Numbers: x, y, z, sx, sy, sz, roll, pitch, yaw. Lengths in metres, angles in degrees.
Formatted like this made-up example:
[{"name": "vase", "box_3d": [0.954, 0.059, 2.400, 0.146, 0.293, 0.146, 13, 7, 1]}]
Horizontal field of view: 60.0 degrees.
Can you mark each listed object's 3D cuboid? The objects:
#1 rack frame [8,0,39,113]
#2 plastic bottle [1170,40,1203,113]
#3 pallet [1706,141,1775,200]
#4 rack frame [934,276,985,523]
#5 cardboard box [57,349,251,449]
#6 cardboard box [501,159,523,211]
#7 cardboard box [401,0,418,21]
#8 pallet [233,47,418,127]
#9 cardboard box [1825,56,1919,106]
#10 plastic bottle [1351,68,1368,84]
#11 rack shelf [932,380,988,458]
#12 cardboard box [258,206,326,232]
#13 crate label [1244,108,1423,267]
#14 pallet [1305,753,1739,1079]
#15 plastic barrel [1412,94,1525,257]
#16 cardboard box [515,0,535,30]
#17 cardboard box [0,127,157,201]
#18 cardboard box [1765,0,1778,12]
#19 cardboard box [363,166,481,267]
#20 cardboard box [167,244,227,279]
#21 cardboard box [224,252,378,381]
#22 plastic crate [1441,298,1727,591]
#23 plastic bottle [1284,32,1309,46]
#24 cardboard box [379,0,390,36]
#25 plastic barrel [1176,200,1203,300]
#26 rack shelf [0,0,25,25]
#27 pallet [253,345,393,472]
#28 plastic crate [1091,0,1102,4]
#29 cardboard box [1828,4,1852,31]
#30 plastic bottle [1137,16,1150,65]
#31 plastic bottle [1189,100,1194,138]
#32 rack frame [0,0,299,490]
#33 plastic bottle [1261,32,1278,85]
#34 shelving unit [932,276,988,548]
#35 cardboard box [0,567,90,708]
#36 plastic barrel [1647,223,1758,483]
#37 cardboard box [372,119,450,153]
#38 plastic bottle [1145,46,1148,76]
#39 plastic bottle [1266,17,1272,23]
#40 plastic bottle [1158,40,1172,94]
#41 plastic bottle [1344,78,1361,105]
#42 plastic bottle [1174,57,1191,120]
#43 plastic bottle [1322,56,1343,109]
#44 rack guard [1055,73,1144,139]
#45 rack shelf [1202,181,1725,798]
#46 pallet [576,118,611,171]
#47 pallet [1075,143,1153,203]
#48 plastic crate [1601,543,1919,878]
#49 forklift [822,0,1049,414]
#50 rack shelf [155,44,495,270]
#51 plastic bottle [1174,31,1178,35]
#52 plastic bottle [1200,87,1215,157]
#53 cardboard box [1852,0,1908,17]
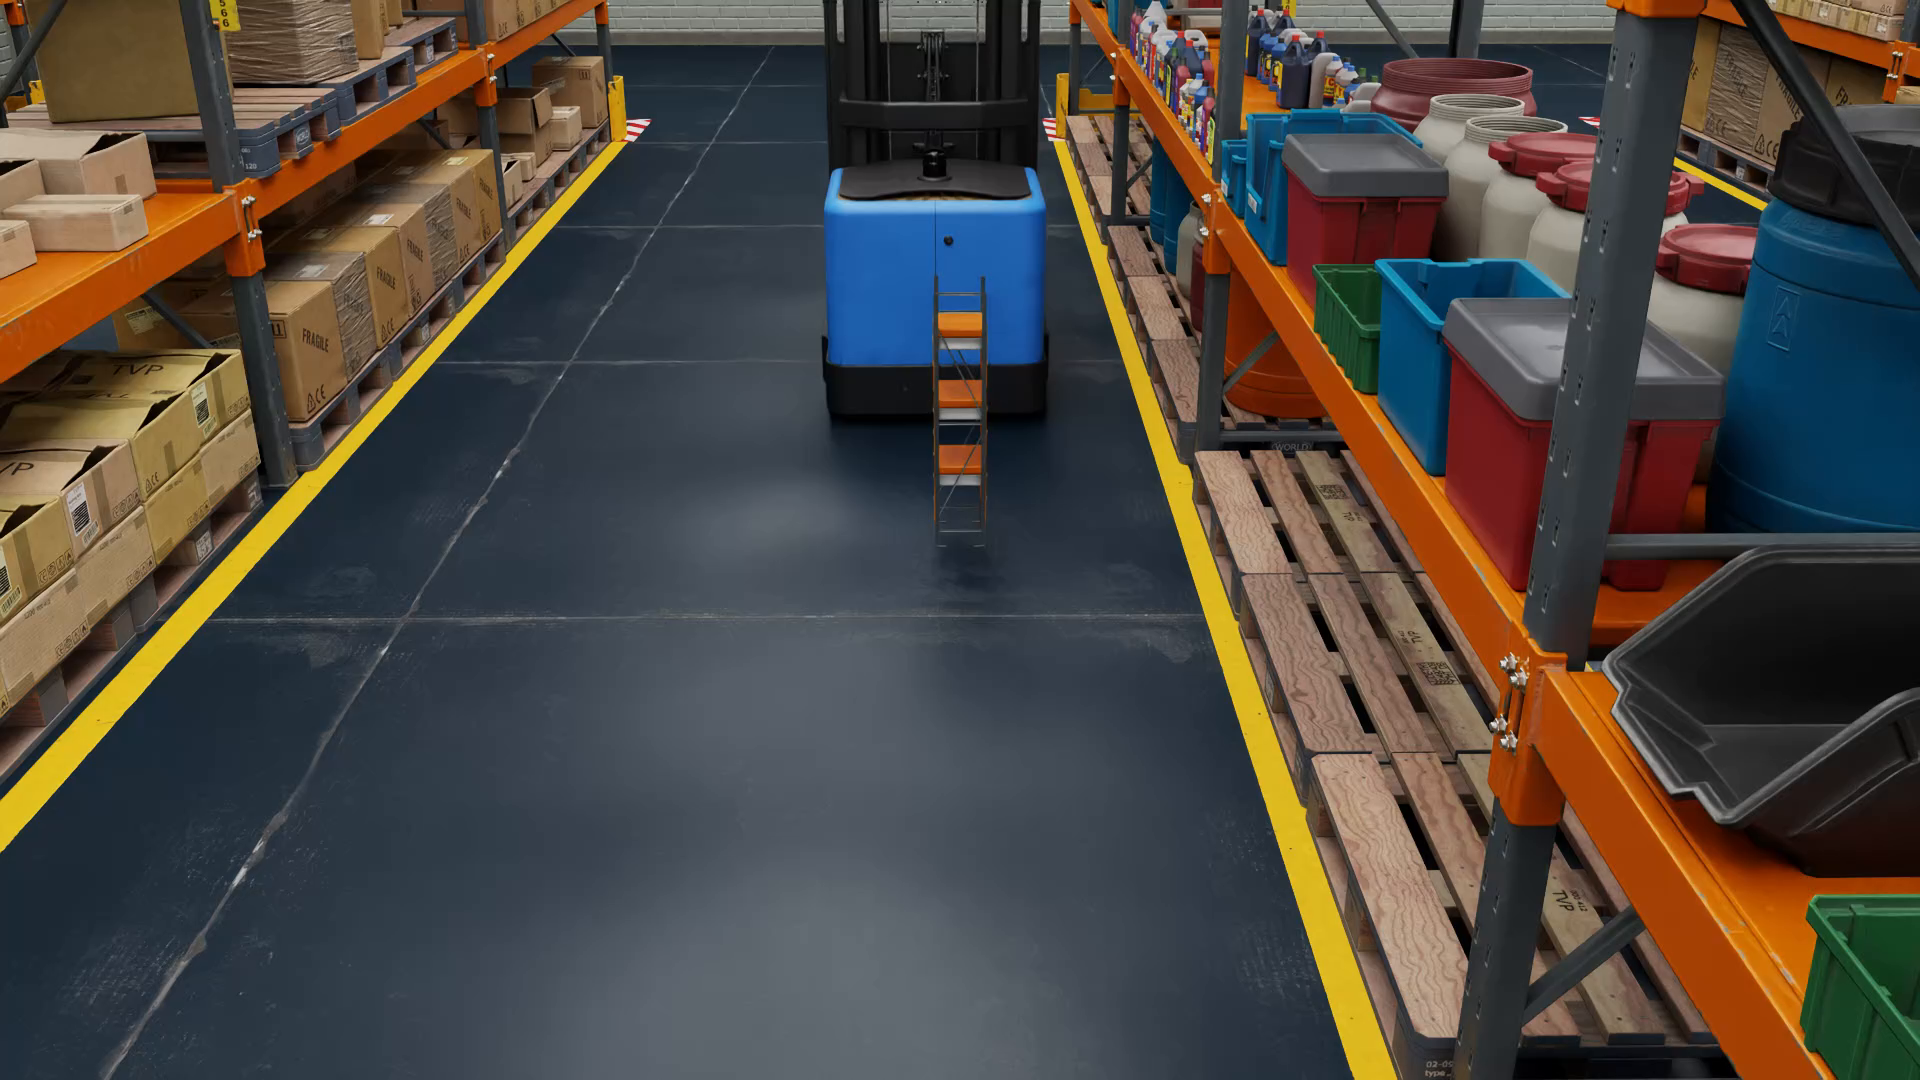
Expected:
[{"name": "rack frame", "box_3d": [-8.460, -4.881, 13.903, 1.000, 3.000, 0.127, 0, 24, -1]}, {"name": "plastic bottle", "box_3d": [1.130, -2.309, 8.274, 0.144, 0.351, 0.185, 0, 24, -1]}, {"name": "pallet", "box_3d": [6.496, -2.847, 12.789, 1.003, 0.211, 1.213, 0, 24, -1]}, {"name": "rack frame", "box_3d": [-0.002, -0.551, 6.694, 0.200, 1.050, 0.008, 0, 24, -1]}, {"name": "cardboard box", "box_3d": [-3.168, -0.588, 6.557, 0.500, 0.311, 0.500, 0, 24, 1]}, {"name": "cardboard box", "box_3d": [-3.252, -2.406, 11.159, 0.500, 0.311, 0.500, 0, 24, -1]}, {"name": "cardboard box", "box_3d": [-3.725, -3.507, 10.744, 0.500, 0.500, 0.500, 0, 24, 0]}, {"name": "pallet", "box_3d": [-3.446, -2.323, 8.478, 1.003, 0.211, 1.213, 0, 24, -1]}, {"name": "cardboard box", "box_3d": [6.515, -2.796, 11.360, 0.875, 0.875, 0.875, 0, 24, -1]}, {"name": "plastic bottle", "box_3d": [1.888, -2.097, 7.889, 0.061, 0.283, 0.133, 0, 24, -1]}, {"name": "rack shelf", "box_3d": [-0.001, -0.491, 6.587, 0.215, 0.259, 0.240, 0, 24, -1]}, {"name": "cardboard box", "box_3d": [-3.682, -1.484, 8.891, 0.500, 0.500, 0.500, -1, 24, -3]}, {"name": "crate label", "box_3d": [1.274, -1.235, 5.798, 0.502, 0.435, 0.616, 0, 24, -1]}, {"name": "pallet", "box_3d": [1.530, 0.966, 4.358, 1.003, 0.211, 1.213, 0, 24, -1]}, {"name": "plastic barrel", "box_3d": [1.758, -1.258, 5.755, 0.421, 0.512, 0.421, 0, 24, 0]}, {"name": "cardboard box", "box_3d": [-3.205, -3.725, 11.224, 0.500, 0.500, 0.500, 0, 24, 0]}, {"name": "cardboard box", "box_3d": [-3.459, -1.418, 6.354, 0.500, 0.311, 0.500, 1, 24, 3]}, {"name": "cardboard box", "box_3d": [6.095, -3.944, 12.136, 0.380, 0.149, 0.250, 0, 24, 0]}, {"name": "cardboard box", "box_3d": [-3.174, -1.913, 9.839, 0.500, 0.500, 0.500, 0, 24, 0]}, {"name": "cardboard box", "box_3d": [-3.669, -1.420, 7.838, 0.500, 0.250, 0.500, 1, 24, 1]}, {"name": "cardboard box", "box_3d": [-3.150, -1.075, 7.986, 0.500, 0.500, 0.500, -1, 24, -2]}, {"name": "plastic crate", "box_3d": [1.266, -0.209, 3.494, 0.402, 0.464, 0.583, 0, 24, -1]}, {"name": "plastic bottle", "box_3d": [1.828, -2.647, 9.112, 0.152, 0.276, 0.135, 0, 24, -1]}, {"name": "cardboard box", "box_3d": [-3.611, -3.015, 9.145, 0.700, 0.500, 0.500, 4, 25, 8]}, {"name": "plastic barrel", "box_3d": [1.403, -1.586, 9.127, 0.421, 0.512, 0.421, 0, 24, 0]}, {"name": "rack shelf", "box_3d": [-8.439, -3.730, 12.229, 1.077, 0.370, 4.000, 0, 24, -1]}, {"name": "pallet", "box_3d": [-3.390, -0.646, 7.922, 1.003, 0.211, 1.213, 0, 24, -1]}, {"name": "plastic crate", "box_3d": [1.137, -4.108, 12.323, 0.416, 0.233, 0.300, 0, 24, -1]}, {"name": "cardboard box", "box_3d": [6.106, -3.522, 11.201, 0.380, 0.149, 0.250, -1, 24, -1]}, {"name": "plastic bottle", "box_3d": [1.089, -2.924, 9.730, 0.097, 0.271, 0.097, 0, 24, 0]}, {"name": "plastic bottle", "box_3d": [1.114, -1.967, 7.700, 0.097, 0.201, 0.097, 0, 24, 0]}, {"name": "rack frame", "box_3d": [-3.420, -1.609, 6.667, 1.000, 3.000, 0.127, 0, 24, -1]}, {"name": "plastic bottle", "box_3d": [1.704, -2.636, 9.095, 0.097, 0.271, 0.097, 0, 24, 0]}, {"name": "shelving unit", "box_3d": [-0.001, -0.500, 6.582, 0.215, 1.050, 0.252, 0, 24, -1]}, {"name": "cardboard box", "box_3d": [-3.150, 0.300, 5.274, 0.500, 0.250, 0.500, 0, 24, 0]}, {"name": "plastic barrel", "box_3d": [1.786, -0.438, 3.914, 0.433, 0.535, 0.433, 0, 24, 0]}, {"name": "cardboard box", "box_3d": [-3.753, -2.552, 11.252, 0.500, 0.500, 0.500, 0, 24, -1]}, {"name": "plastic bottle", "box_3d": [1.094, -2.716, 9.356, 0.097, 0.201, 0.097, 0, 24, 0]}, {"name": "plastic bottle", "box_3d": [1.821, -2.910, 9.694, 0.152, 0.276, 0.135, 0, 24, -1]}, {"name": "plastic bottle", "box_3d": [1.100, -2.502, 8.797, 0.097, 0.271, 0.097, 0, 24, 0]}, {"name": "plastic bottle", "box_3d": [1.812, -1.989, 7.664, 0.097, 0.271, 0.097, 0, 24, 0]}, {"name": "plastic bottle", "box_3d": [1.090, -2.212, 8.143, 0.061, 0.283, 0.133, 0, 24, -1]}, {"name": "plastic bottle", "box_3d": [1.865, -2.274, 8.295, 0.097, 0.271, 0.097, 0, 24, 0]}, {"name": "rack guard", "box_3d": [1.433, -3.797, 14.539, 1.175, 0.500, 0.348, 0, 24, -1]}, {"name": "rack shelf", "box_3d": [1.555, -0.478, 5.039, 1.077, 0.370, 4.000, 0, 24, -1]}, {"name": "pallet", "box_3d": [-3.497, -3.275, 13.735, 1.003, 0.211, 1.213, 0, 24, -1]}, {"name": "pallet", "box_3d": [1.427, -2.814, 12.716, 1.003, 0.211, 1.213, 0, 24, -1]}, {"name": "plastic crate", "box_3d": [1.456, 0.263, 2.603, 0.767, 0.338, 0.504, 0, 24, -1]}, {"name": "forklift", "box_3d": [-0.146, -2.493, 8.706, 1.130, 2.935, 3.031, -1, 24, -1]}, {"name": "rack shelf", "box_3d": [-3.442, -2.105, 8.638, 1.077, 0.370, 4.000, 0, 24, -1]}, {"name": "plastic bottle", "box_3d": [1.242, -2.852, 9.658, 0.097, 0.201, 0.097, 0, 24, 0]}, {"name": "plastic bottle", "box_3d": [1.100, -1.836, 7.312, 0.061, 0.283, 0.133, 0, 24, -1]}, {"name": "cardboard box", "box_3d": [6.175, -3.548, 10.776, 0.500, 0.250, 0.500, -1, 24, -2]}]
